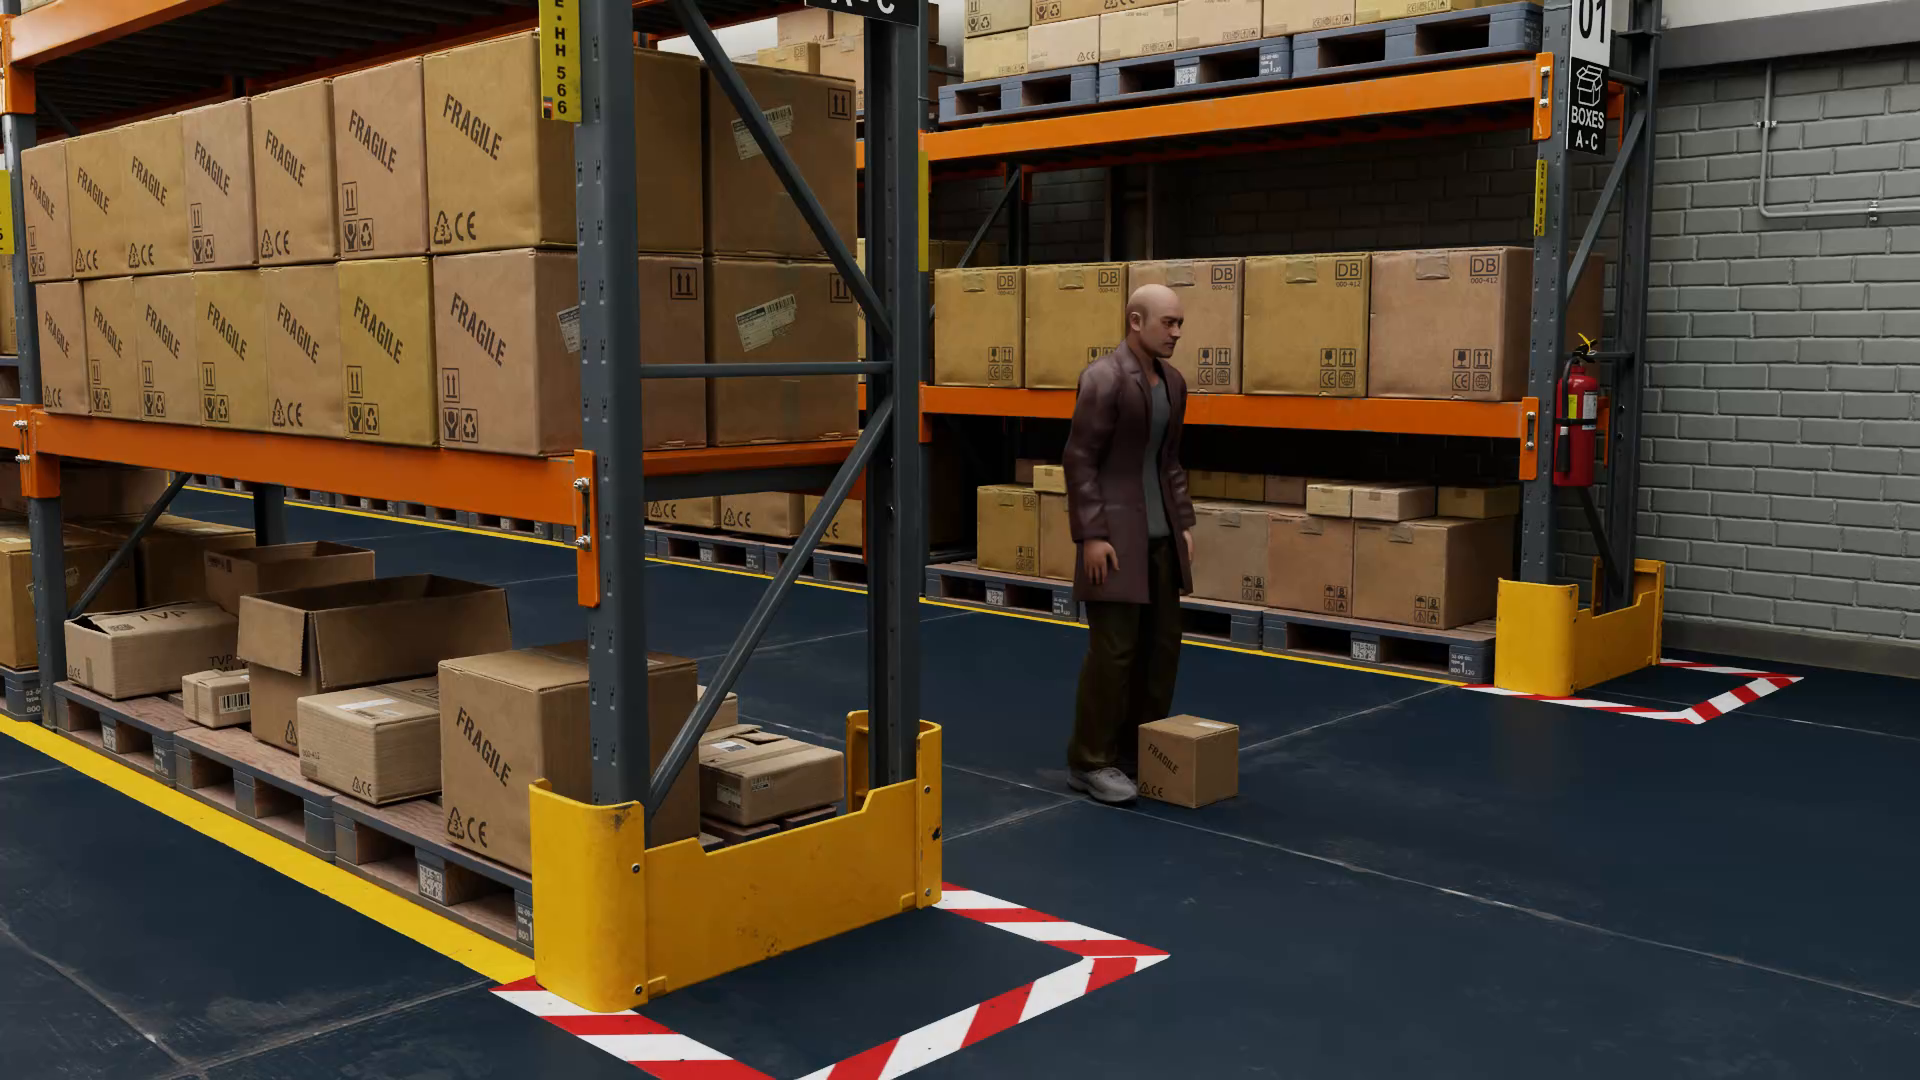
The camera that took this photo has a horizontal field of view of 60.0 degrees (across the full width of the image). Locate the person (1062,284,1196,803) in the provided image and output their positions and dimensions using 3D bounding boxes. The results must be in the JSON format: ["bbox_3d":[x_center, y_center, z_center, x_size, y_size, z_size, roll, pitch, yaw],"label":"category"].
[{"bbox_3d":[0.616,0.083,5.884,0.417,1.592,0.651,6,9,42],"label":"person"}]
